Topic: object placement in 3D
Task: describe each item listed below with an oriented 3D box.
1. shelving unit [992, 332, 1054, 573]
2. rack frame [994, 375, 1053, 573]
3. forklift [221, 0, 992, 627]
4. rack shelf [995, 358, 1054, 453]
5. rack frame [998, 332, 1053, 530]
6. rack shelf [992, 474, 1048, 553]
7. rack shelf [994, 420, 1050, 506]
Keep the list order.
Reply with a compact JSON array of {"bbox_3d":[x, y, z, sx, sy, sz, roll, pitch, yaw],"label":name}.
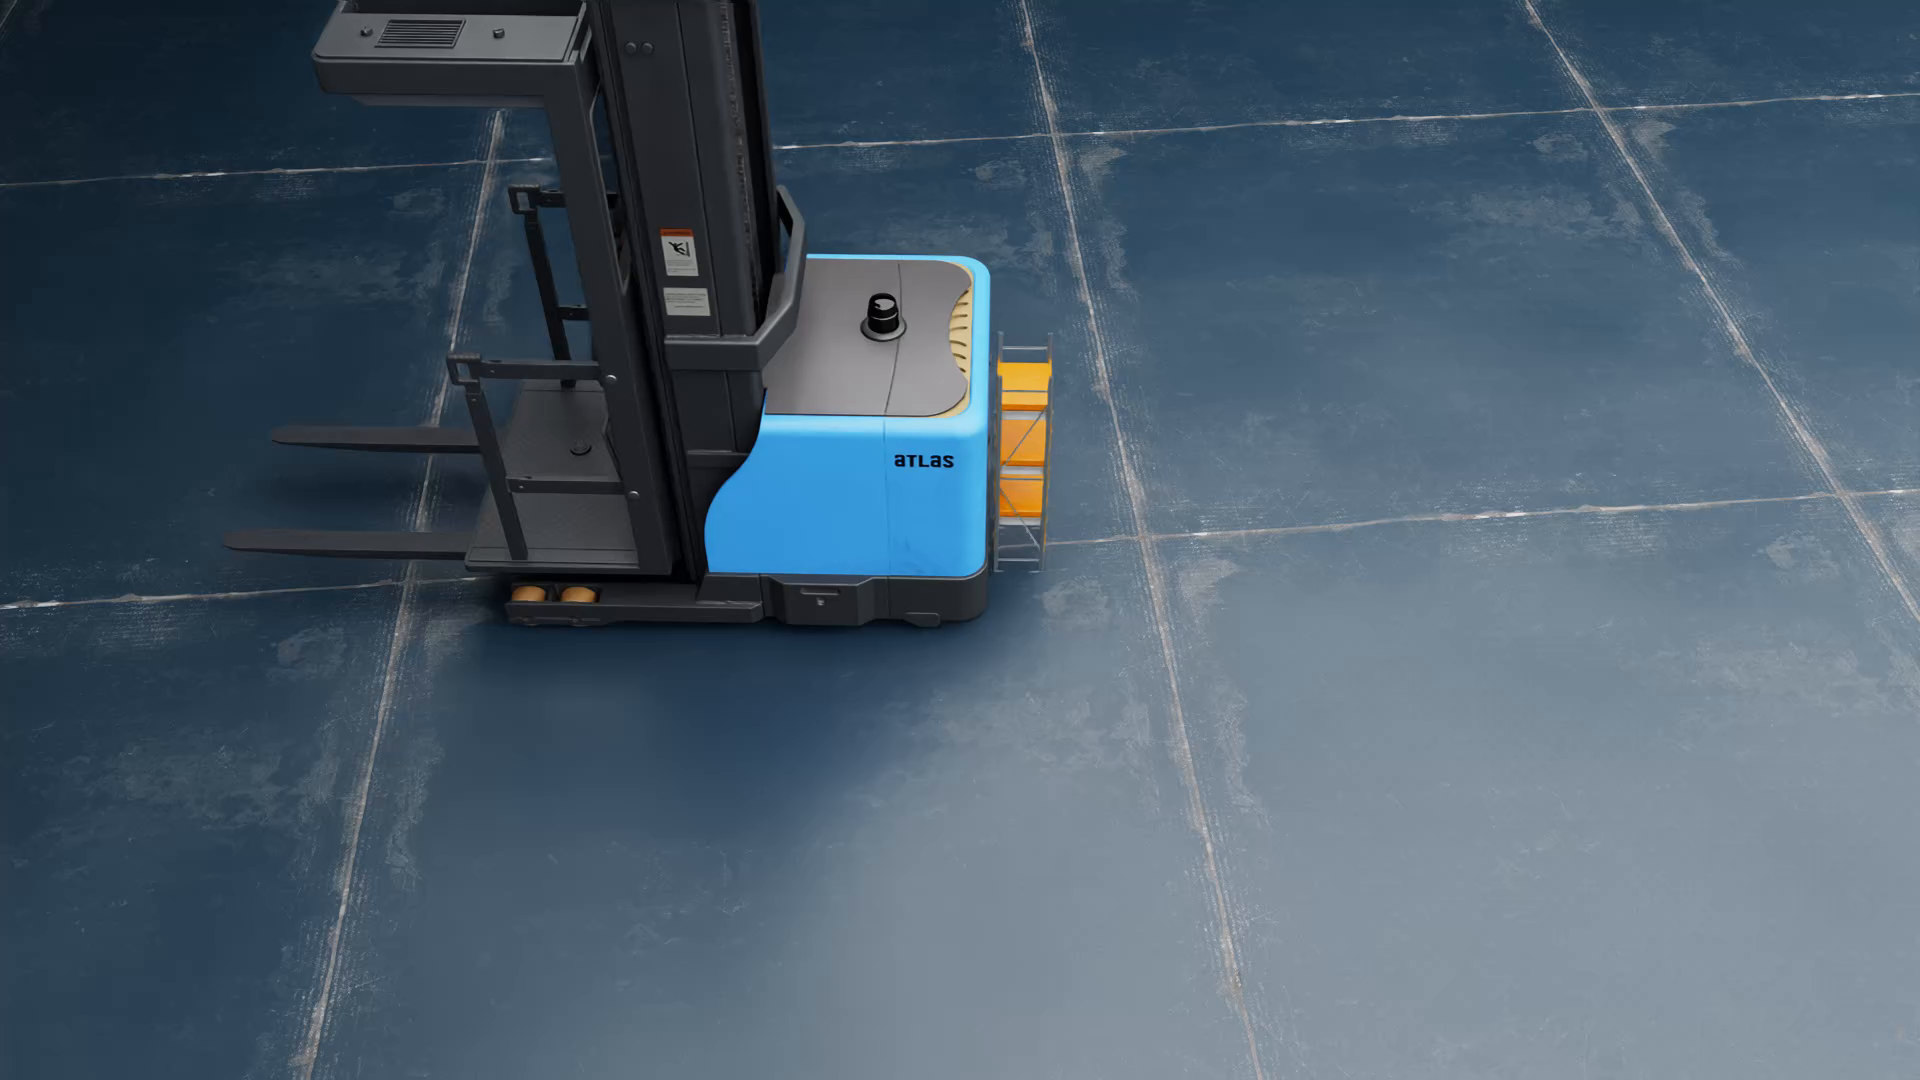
[{"bbox_3d":[0.240,-0.319,6.465,0.215,1.050,0.252,1,47,1],"label":"shelving unit"},{"bbox_3d":[0.237,-0.230,6.382,0.200,1.050,0.008,1,47,1],"label":"rack frame"},{"bbox_3d":[-1.396,-1.050,5.862,3.031,2.935,1.130,1,47,1],"label":"forklift"},{"bbox_3d":[0.240,-0.507,6.267,0.215,0.259,0.240,1,47,1],"label":"rack shelf"},{"bbox_3d":[0.243,-0.407,6.549,0.200,1.050,0.008,1,47,1],"label":"rack frame"},{"bbox_3d":[0.240,-0.121,6.675,0.215,0.259,0.240,1,47,1],"label":"rack shelf"},{"bbox_3d":[0.240,-0.312,6.473,0.215,0.259,0.240,1,47,1],"label":"rack shelf"}]
